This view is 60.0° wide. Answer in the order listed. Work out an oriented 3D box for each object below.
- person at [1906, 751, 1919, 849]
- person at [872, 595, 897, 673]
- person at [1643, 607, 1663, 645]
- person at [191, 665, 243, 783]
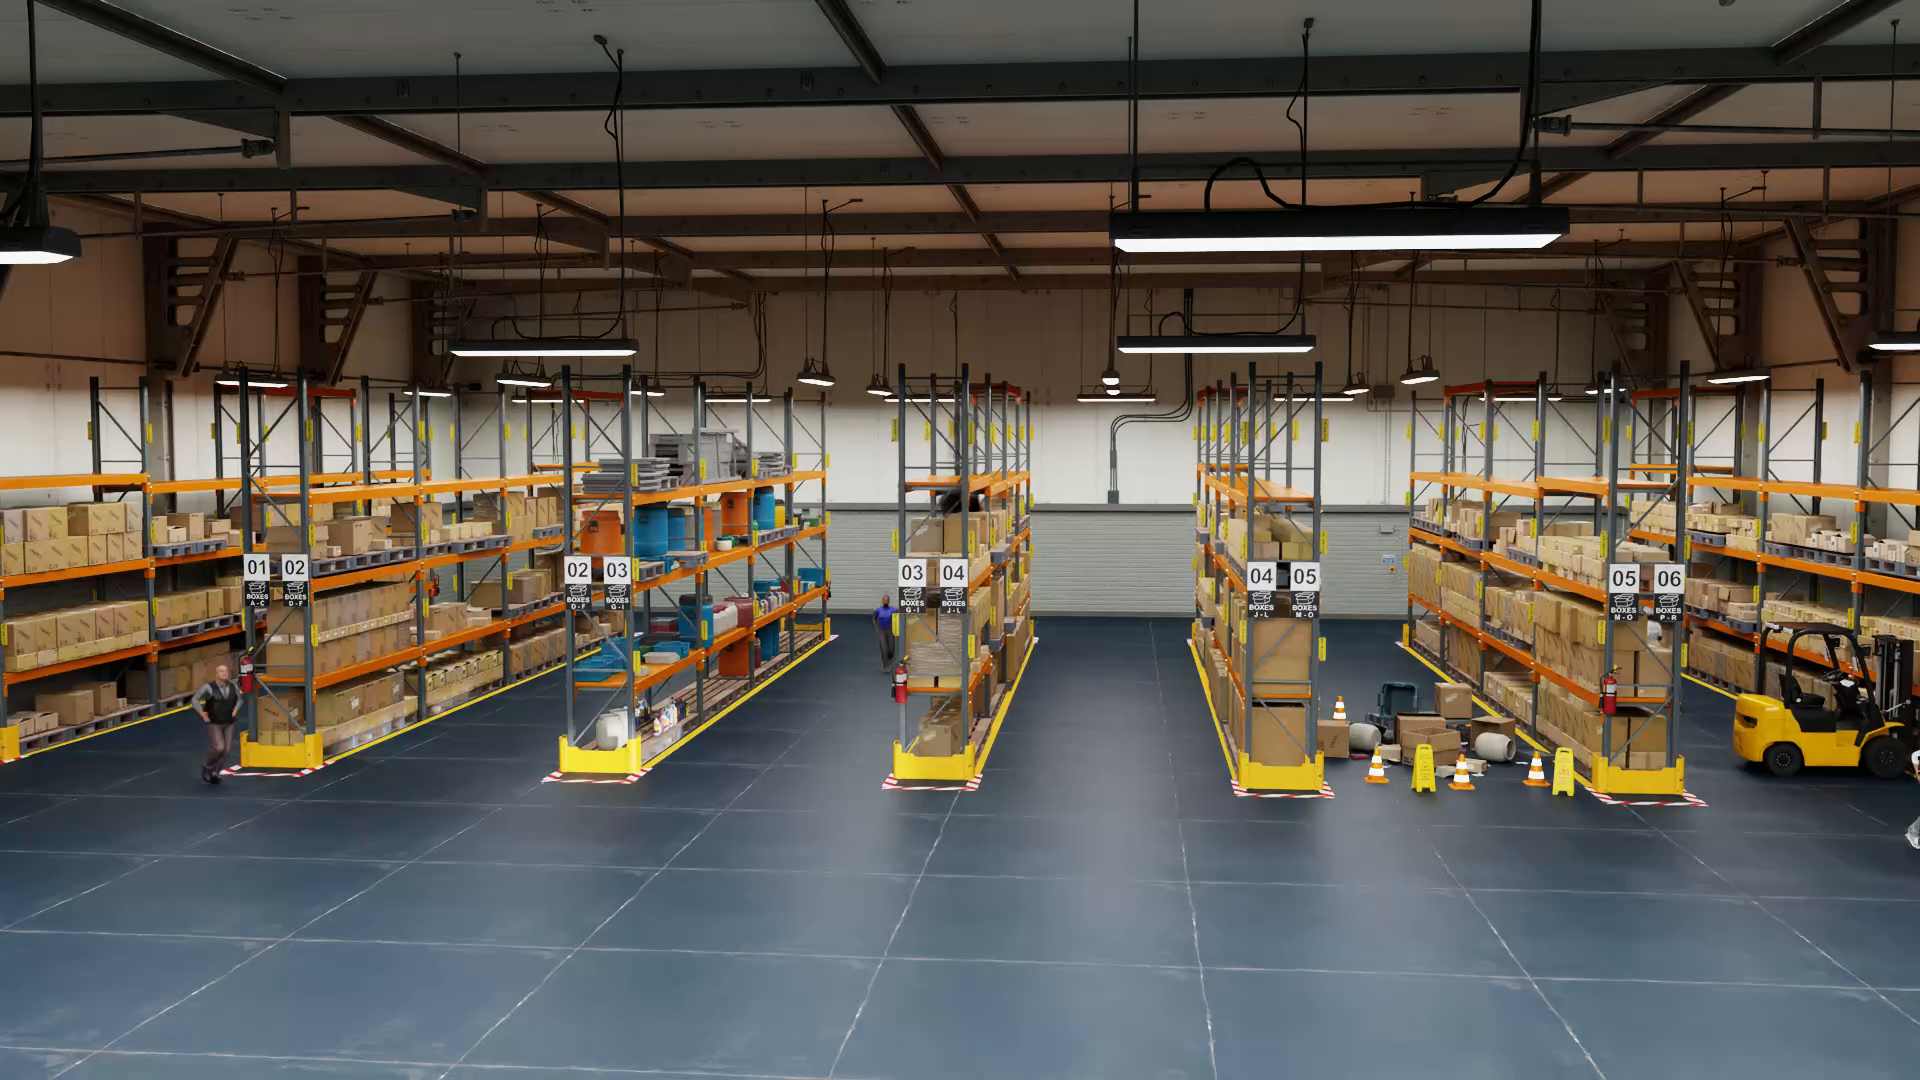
[{"bbox_3d":[11.421,2.974,19.457,0.535,1.595,0.887,-1,4,-10],"label":"person"},{"bbox_3d":[-1.555,1.963,34.876,0.571,1.602,0.646,0,4,-3],"label":"person"},{"bbox_3d":[13.016,2.157,31.442,0.589,1.766,0.758,0,4,-3],"label":"person"},{"bbox_3d":[-10.546,2.630,23.757,0.538,1.679,0.693,3,5,41],"label":"person"}]
